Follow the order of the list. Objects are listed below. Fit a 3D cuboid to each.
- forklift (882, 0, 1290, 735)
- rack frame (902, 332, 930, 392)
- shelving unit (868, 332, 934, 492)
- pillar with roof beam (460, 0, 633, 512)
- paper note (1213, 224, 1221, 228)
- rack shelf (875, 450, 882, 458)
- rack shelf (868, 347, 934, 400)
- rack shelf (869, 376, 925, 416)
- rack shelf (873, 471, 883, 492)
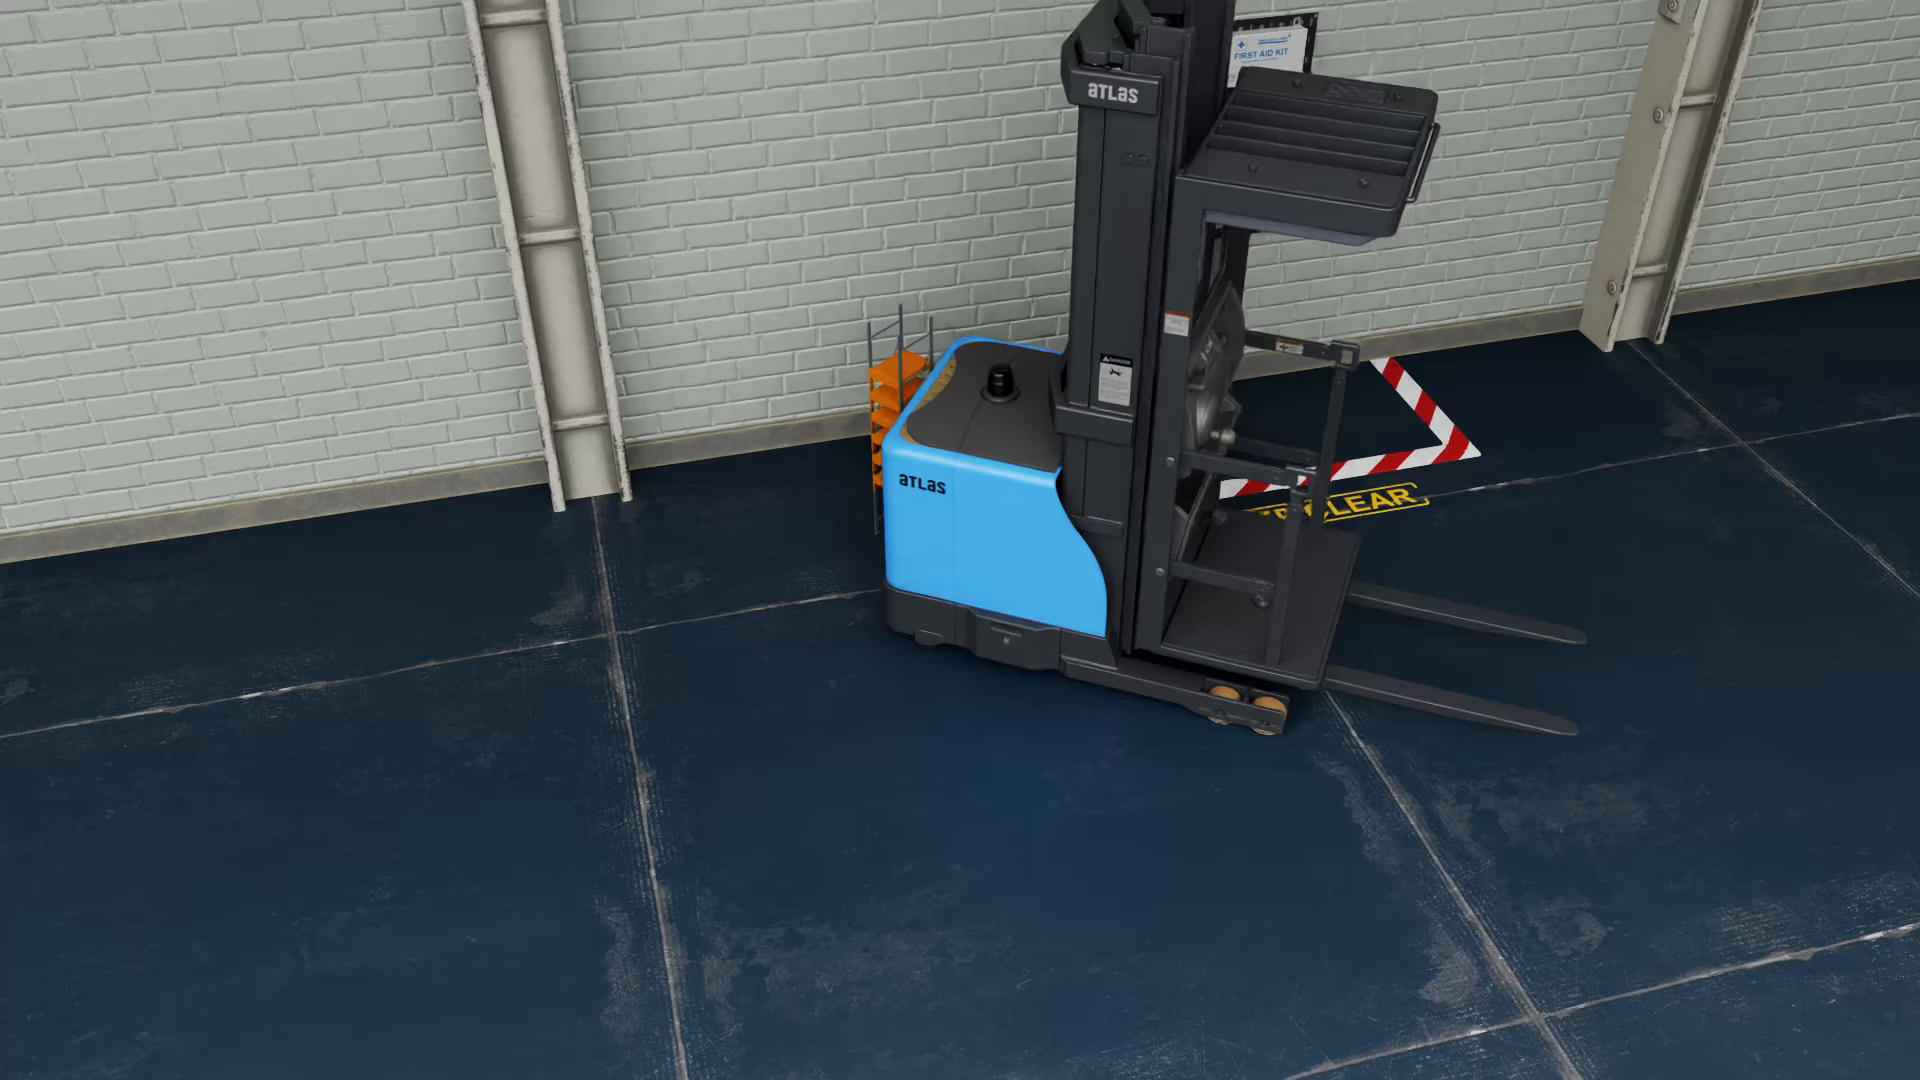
[{"bbox_3d":[1.224,-0.694,6.724,3.031,2.935,1.130,13,39,16],"label":"forklift"},{"bbox_3d":[-0.203,-0.489,7.881,0.002,1.046,0.228,26,45,30],"label":"rack frame"},{"bbox_3d":[-0.272,-0.524,7.927,0.183,1.046,0.258,26,45,30],"label":"shelving unit"},{"bbox_3d":[-0.779,-1.312,2.538,0.400,9.000,9.100,-9,38,-12],"label":"pillar with roof beam"},{"bbox_3d":[1.307,-1.698,8.705,0.142,0.148,0.016,-9,38,-12],"label":"paper note"},{"bbox_3d":[-0.273,-0.415,8.011,0.171,0.034,0.221,26,45,30],"label":"rack shelf"},{"bbox_3d":[-0.273,-0.775,7.736,0.180,0.103,0.258,26,45,30],"label":"rack shelf"},{"bbox_3d":[-0.273,-0.680,7.809,0.180,0.103,0.258,26,45,30],"label":"rack shelf"},{"bbox_3d":[-0.273,-0.299,8.100,0.180,0.103,0.258,26,45,30],"label":"rack shelf"}]
